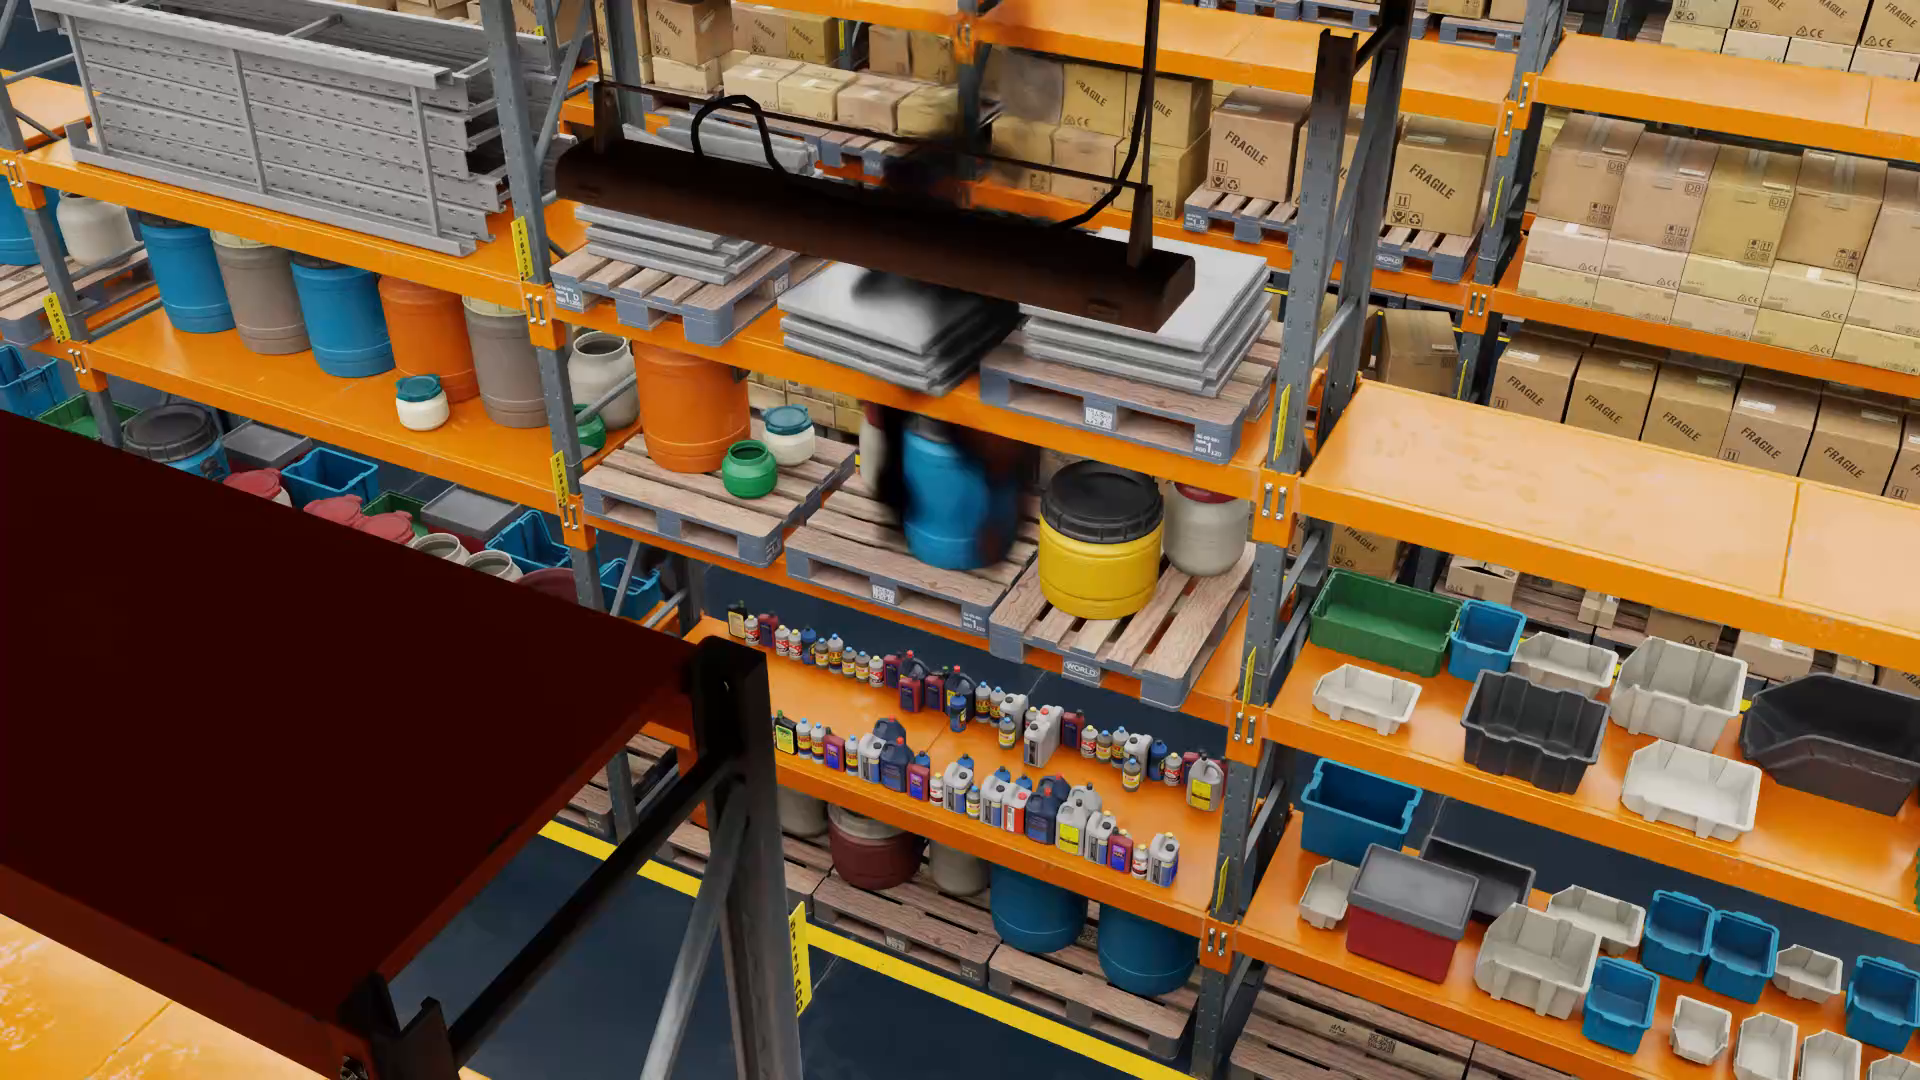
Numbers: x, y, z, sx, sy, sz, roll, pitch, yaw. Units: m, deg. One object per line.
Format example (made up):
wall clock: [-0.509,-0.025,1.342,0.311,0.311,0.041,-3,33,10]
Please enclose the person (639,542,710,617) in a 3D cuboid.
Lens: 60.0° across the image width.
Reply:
person: [-2.153,-0.082,12.104,0.572,1.667,0.563,14,38,20]
